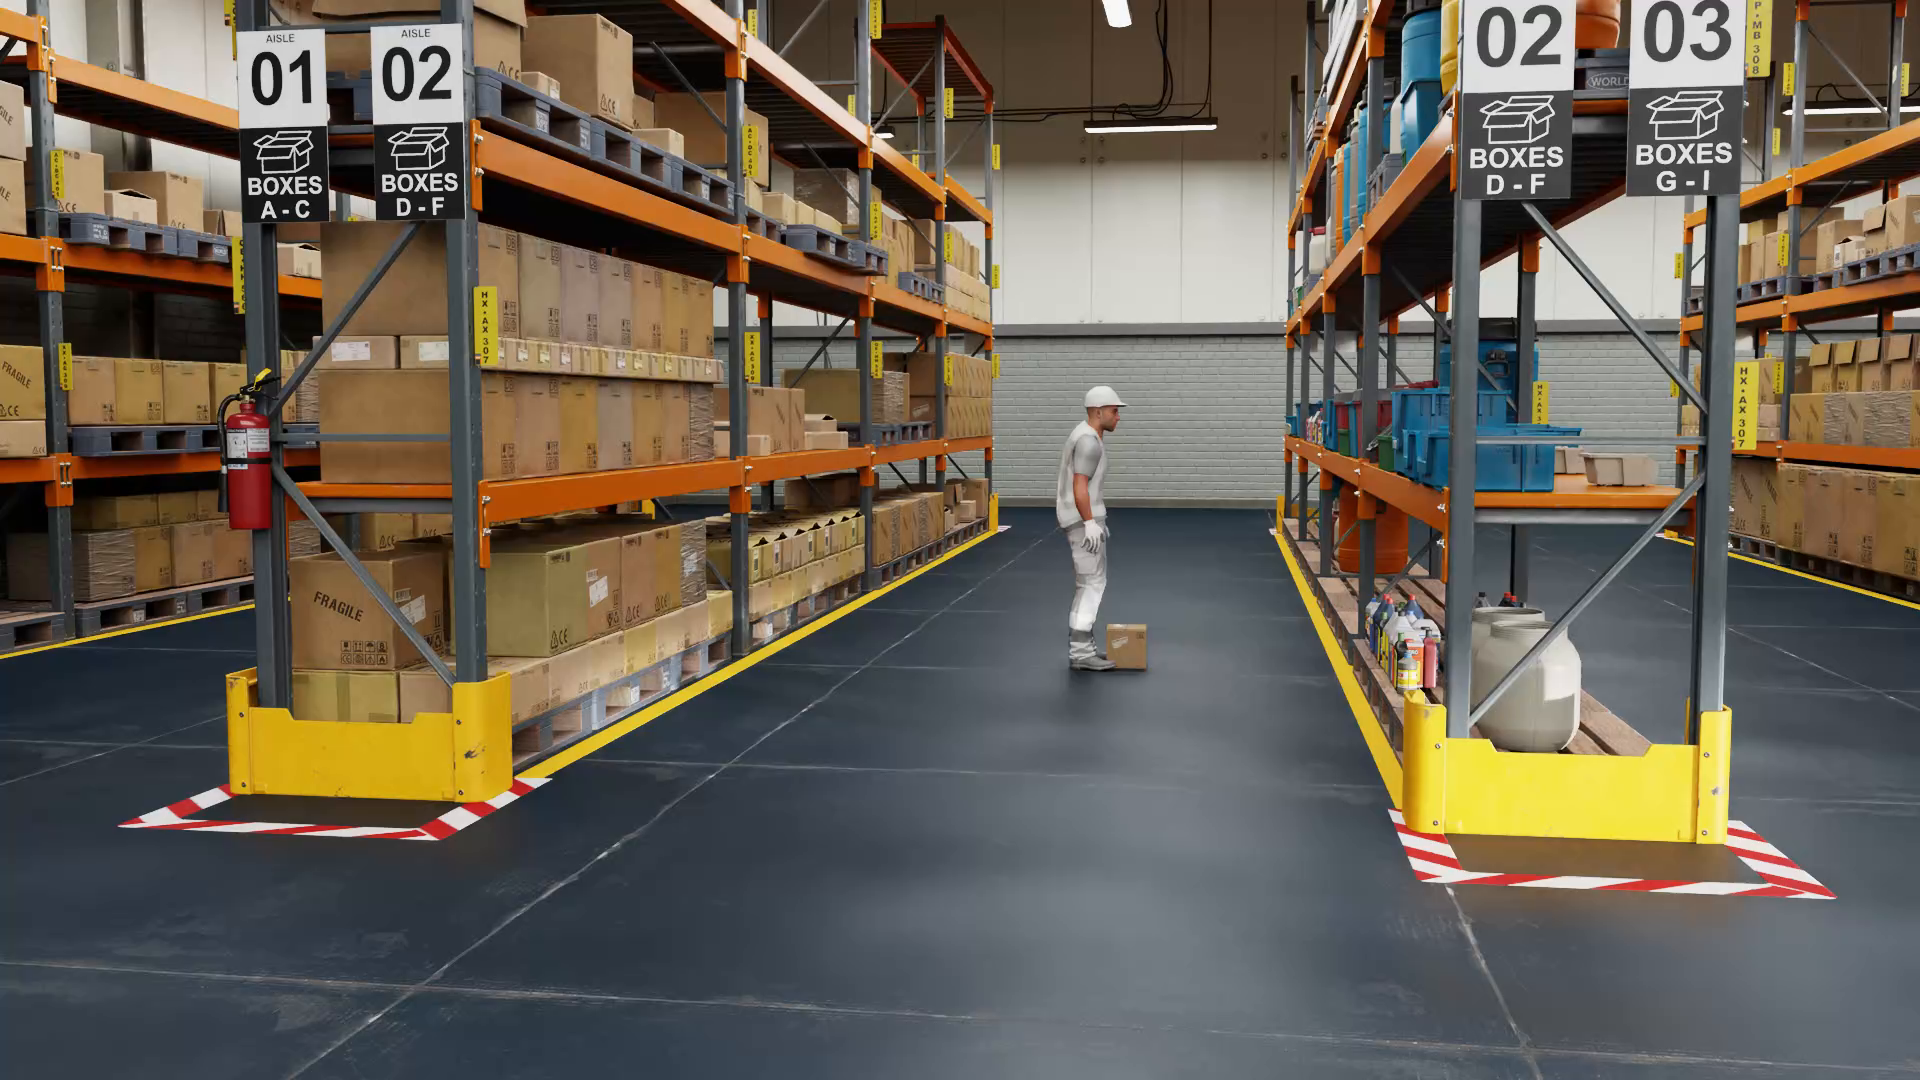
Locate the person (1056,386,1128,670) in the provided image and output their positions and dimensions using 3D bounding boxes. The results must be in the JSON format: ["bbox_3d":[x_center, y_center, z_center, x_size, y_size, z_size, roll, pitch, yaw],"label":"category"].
[{"bbox_3d":[0.838,-0.085,10.575,0.449,1.780,0.581,1,4,9],"label":"person"}]
